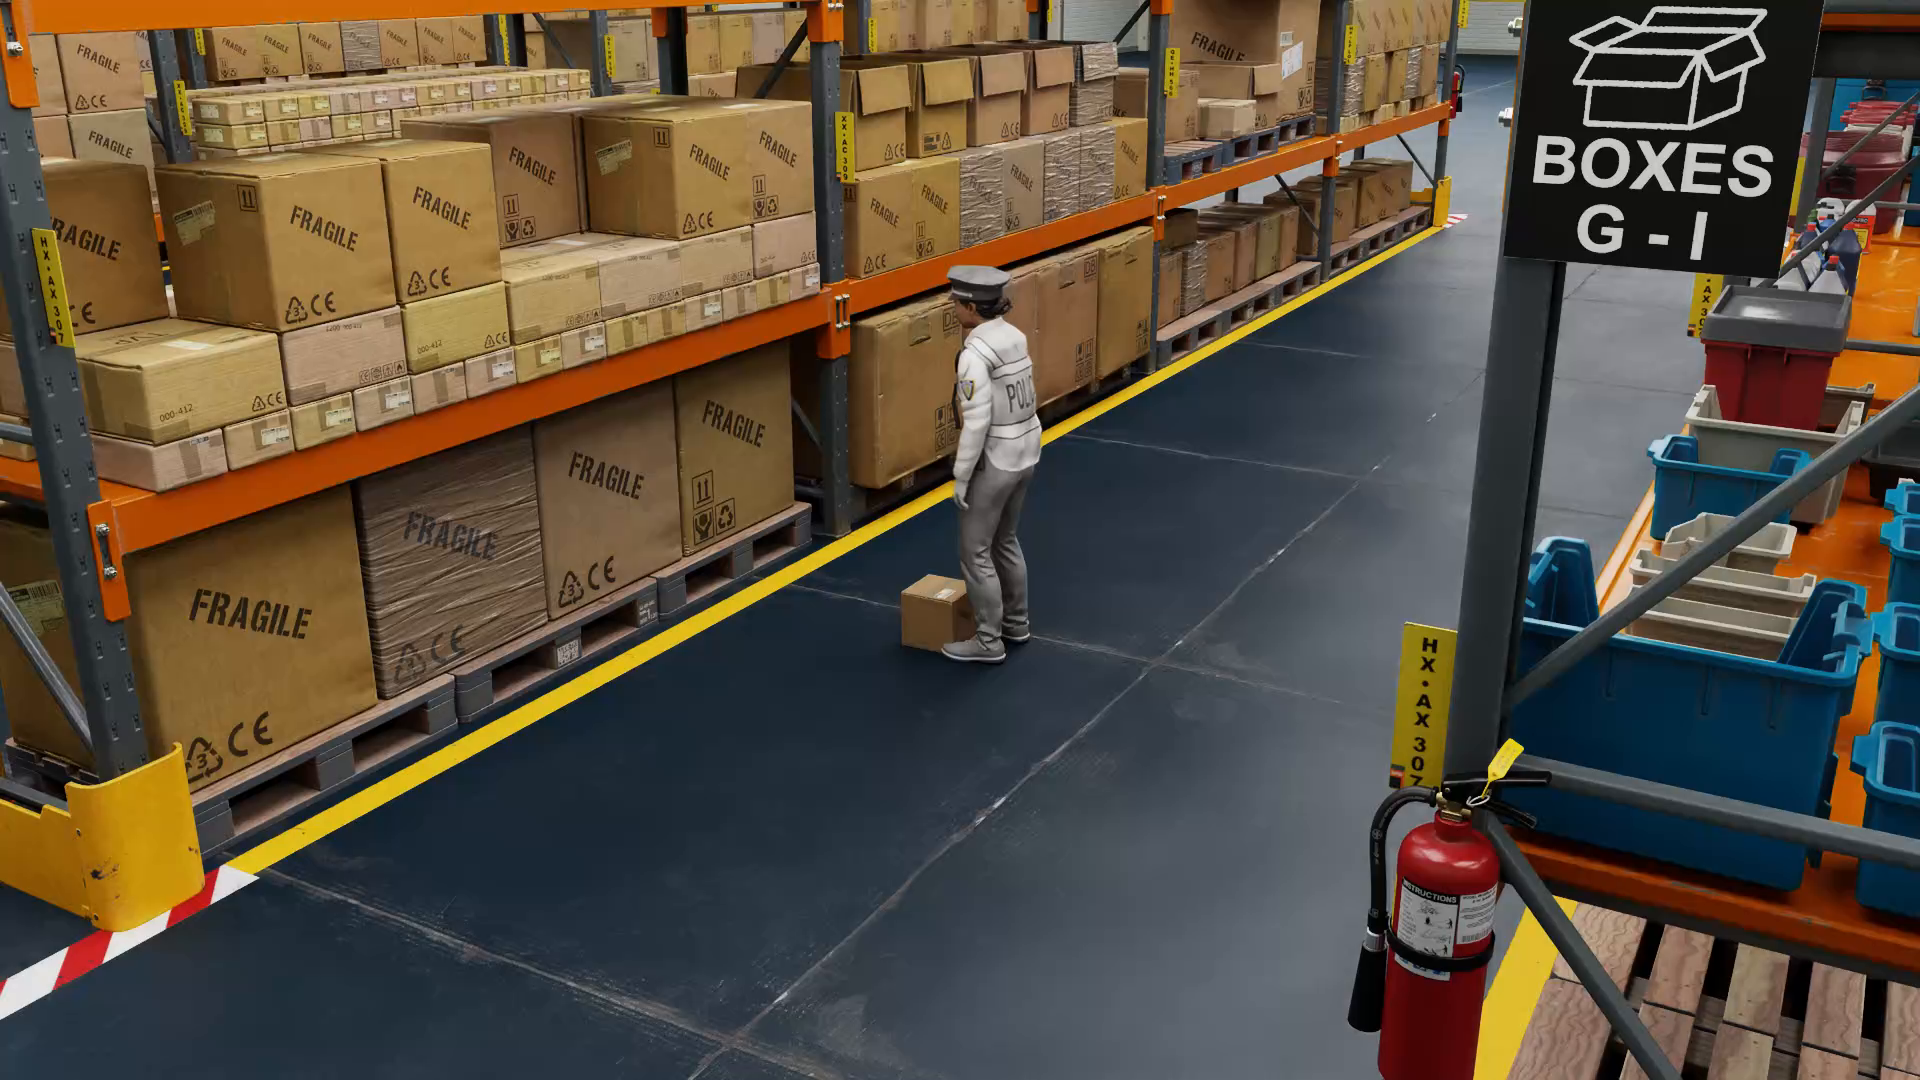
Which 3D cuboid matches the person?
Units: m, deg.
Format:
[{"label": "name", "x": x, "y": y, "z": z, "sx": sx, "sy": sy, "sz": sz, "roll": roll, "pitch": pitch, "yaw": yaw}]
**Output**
[{"label": "person", "x": 0.131, "y": -0.306, "z": 6.926, "sx": 0.376, "sy": 1.663, "sz": 0.527, "roll": 11, "pitch": 22, "yaw": 27}]
